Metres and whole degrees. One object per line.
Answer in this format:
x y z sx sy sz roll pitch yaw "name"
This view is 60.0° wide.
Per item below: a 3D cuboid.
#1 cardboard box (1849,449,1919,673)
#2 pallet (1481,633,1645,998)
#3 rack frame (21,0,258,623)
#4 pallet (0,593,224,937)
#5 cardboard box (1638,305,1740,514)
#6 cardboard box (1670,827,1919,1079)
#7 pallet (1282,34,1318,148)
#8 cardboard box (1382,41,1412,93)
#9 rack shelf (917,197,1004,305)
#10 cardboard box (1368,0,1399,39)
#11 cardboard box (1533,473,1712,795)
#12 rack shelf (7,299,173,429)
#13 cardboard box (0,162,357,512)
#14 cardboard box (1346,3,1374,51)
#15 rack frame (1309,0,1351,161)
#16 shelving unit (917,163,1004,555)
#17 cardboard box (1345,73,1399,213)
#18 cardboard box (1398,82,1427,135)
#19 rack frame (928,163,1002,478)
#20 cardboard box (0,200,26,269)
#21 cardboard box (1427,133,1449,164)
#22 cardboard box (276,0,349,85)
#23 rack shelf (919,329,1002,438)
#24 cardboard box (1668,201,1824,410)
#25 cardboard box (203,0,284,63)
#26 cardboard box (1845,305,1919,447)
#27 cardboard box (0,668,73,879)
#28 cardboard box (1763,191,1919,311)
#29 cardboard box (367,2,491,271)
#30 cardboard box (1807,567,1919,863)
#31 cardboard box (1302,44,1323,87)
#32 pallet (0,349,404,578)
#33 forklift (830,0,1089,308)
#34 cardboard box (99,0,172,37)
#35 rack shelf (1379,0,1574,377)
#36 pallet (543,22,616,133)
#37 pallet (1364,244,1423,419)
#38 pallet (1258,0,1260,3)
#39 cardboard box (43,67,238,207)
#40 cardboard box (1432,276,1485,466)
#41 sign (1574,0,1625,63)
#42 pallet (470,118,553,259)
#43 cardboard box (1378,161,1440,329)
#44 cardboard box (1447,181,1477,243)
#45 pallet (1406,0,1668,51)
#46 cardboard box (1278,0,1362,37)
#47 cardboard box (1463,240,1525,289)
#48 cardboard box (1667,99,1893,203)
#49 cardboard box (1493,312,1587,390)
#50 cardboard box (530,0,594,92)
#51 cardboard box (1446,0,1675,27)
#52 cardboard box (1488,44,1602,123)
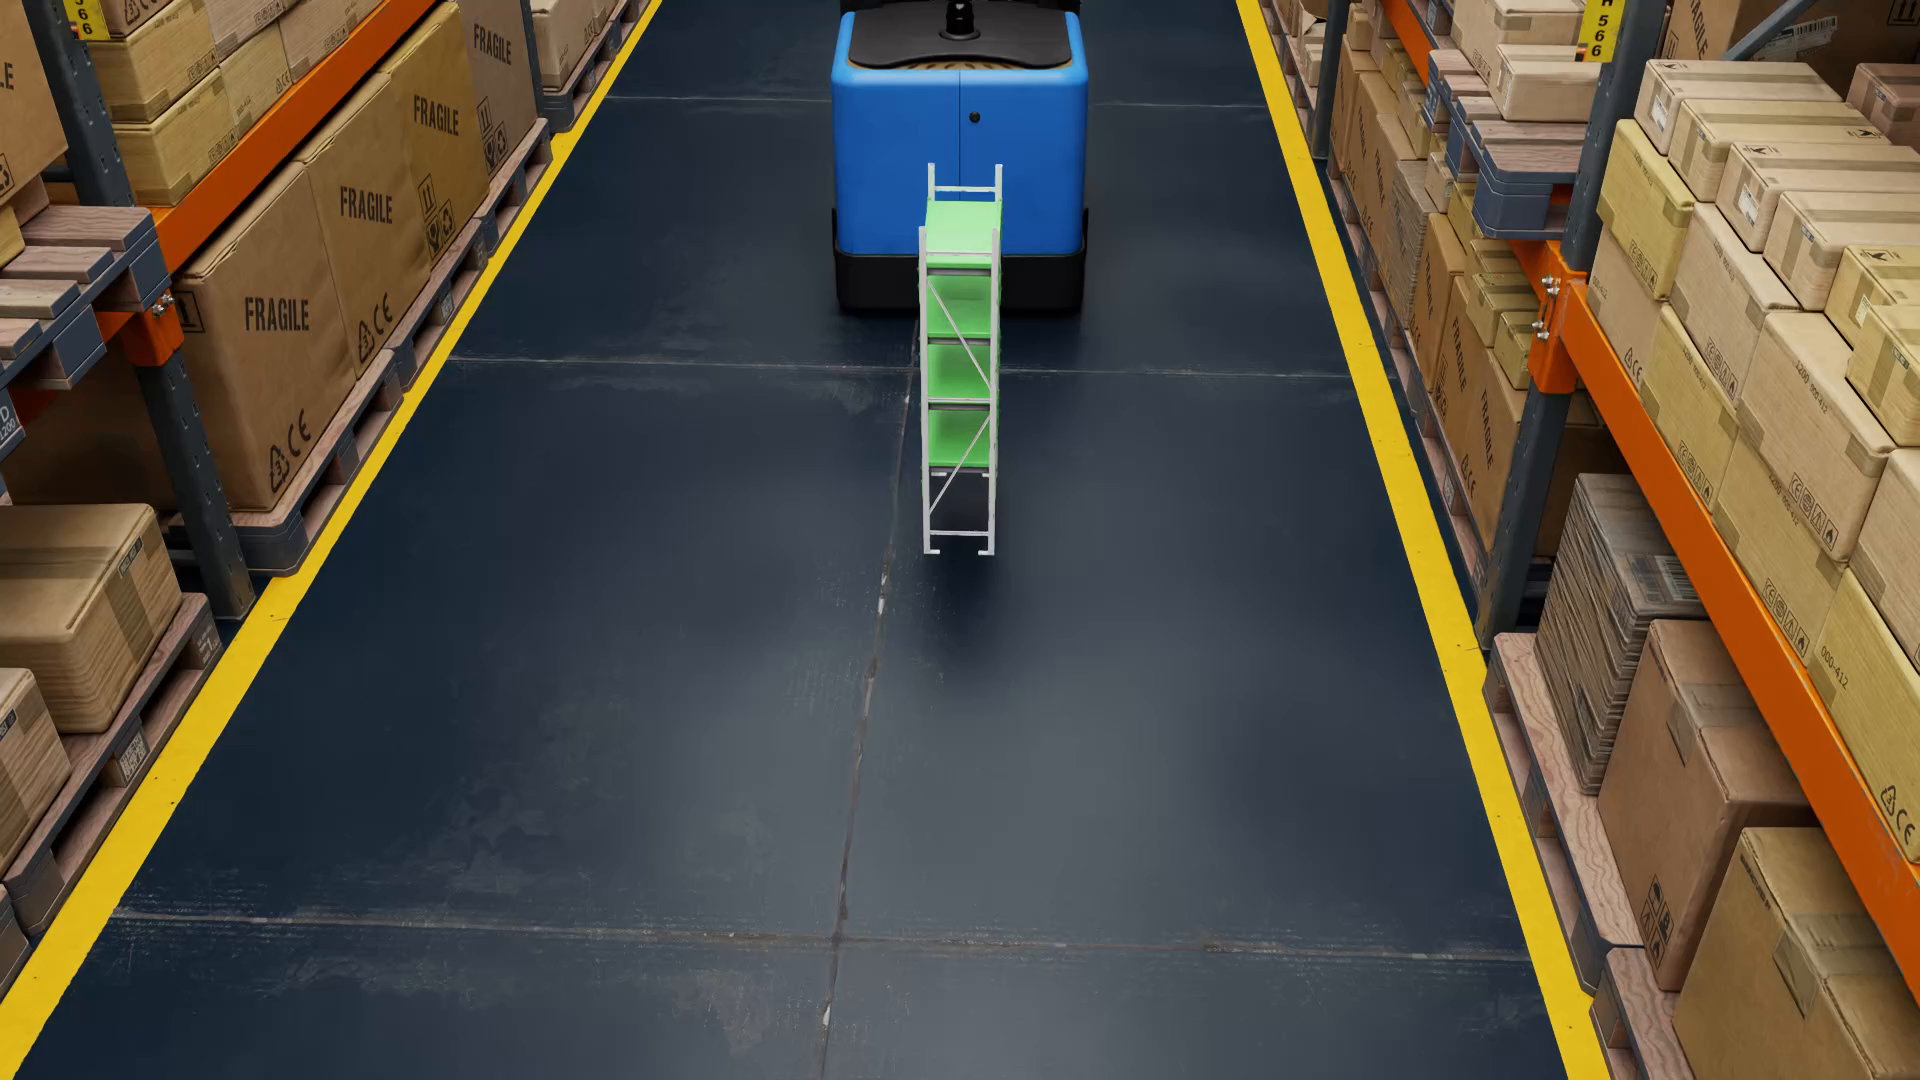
1.829 0.094 2.703 0.500 0.250 0.500 2 35 3 "cardboard box"
2.074 0.719 4.543 1.003 0.211 1.213 1 35 2 "pallet"
-2.813 -1.007 4.573 1.000 3.000 0.127 1 35 2 "rack frame"
-2.846 0.583 4.736 1.003 0.211 1.213 1 35 2 "pallet"
1.859 -0.295 3.691 0.500 0.250 0.500 1 35 1 "cardboard box"
2.063 1.026 3.381 0.875 0.625 0.625 0 35 0 "cardboard box"
2.336 -2.446 9.047 1.003 0.211 1.213 1 35 2 "pallet"
2.094 -2.098 7.371 0.380 0.149 0.250 0 35 -1 "cardboard box"
0.007 -0.926 5.301 0.258 0.148 0.480 1 35 2 "rack shelf"
2.064 -2.378 7.511 0.380 0.149 0.250 0 35 0 "cardboard box"
2.108 0.264 4.466 0.875 0.625 0.625 2 35 3 "cardboard box"
-2.894 0.437 3.145 1.077 0.370 4.000 1 35 2 "rack shelf"
-2.703 -0.704 5.626 0.875 0.875 0.875 1 35 1 "cardboard box"
2.027 -2.407 7.810 0.380 0.149 0.250 3 35 4 "cardboard box"
2.307 -3.192 7.683 1.000 3.000 0.127 1 35 2 "rack frame"
0.007 -0.586 5.540 0.258 1.200 0.503 1 35 2 "shelving unit"
2.051 -1.762 7.458 0.500 0.500 0.500 1 35 1 "cardboard box"
2.049 -1.798 6.944 0.380 0.149 0.250 1 35 2 "cardboard box"
0.016 -0.726 5.740 0.240 1.200 0.015 1 35 2 "rack frame"
-2.530 -0.726 4.028 0.380 0.149 0.250 2 35 3 "cardboard box"
2.055 -1.499 6.519 0.380 0.149 0.250 1 35 2 "cardboard box"
-2.512 -1.817 5.857 0.500 0.250 0.500 2 35 3 "cardboard box"
0.007 -0.534 5.577 0.258 0.148 0.480 1 35 2 "rack shelf"
1.863 -0.500 3.549 0.500 0.250 0.500 2 35 3 "cardboard box"
-2.524 -1.732 5.301 0.500 0.250 0.500 2 35 3 "cardboard box"
1.798 -0.282 2.892 0.380 0.149 0.250 2 35 3 "cardboard box"
-2.868 0.645 4.143 0.950 0.372 0.625 1 35 1 "cardboard box"
1.847 -0.572 3.304 0.380 0.149 0.250 2 35 2 "cardboard box"
-2.626 -1.730 7.085 0.875 0.875 0.875 2 35 3 "cardboard box"
1.823 0.300 2.846 0.500 0.250 0.500 2 35 3 "cardboard box"
2.036 -2.524 8.847 0.380 0.149 0.250 0 35 0 "cardboard box"
-2.706 -0.317 6.017 1.003 0.211 1.213 1 35 2 "pallet"
0.000 -2.989 7.454 1.130 2.935 3.031 0 35 0 "forklift"
-2.549 -1.734 4.652 0.500 0.500 0.500 0 35 0 "cardboard box"
2.227 -1.749 6.255 1.077 0.370 4.000 1 35 2 "rack shelf"
-2.544 -2.599 9.264 1.003 0.211 1.213 1 35 2 "pallet"
2.266 -0.880 6.819 1.003 0.211 1.213 1 35 2 "pallet"
2.434 -3.848 11.041 1.003 0.211 1.213 1 35 2 "pallet"
-2.542 -1.221 5.008 0.500 0.250 0.500 1 35 1 "cardboard box"
1.979 -0.578 5.773 0.500 0.500 0.500 1 35 1 "cardboard box"
1.604 -1.342 4.113 0.100 0.325 0.005 1 35 2 "sign"
-2.608 -1.719 8.012 1.003 0.211 1.213 1 35 2 "pallet"
2.000 -1.178 6.626 0.500 0.500 0.500 0 35 0 "cardboard box"
2.013 -1.200 6.093 0.380 0.149 0.250 1 35 1 "cardboard box"
2.220 -1.933 6.059 1.003 0.211 1.213 1 35 2 "pallet"
2.234 -3.204 9.508 0.700 0.500 0.500 0 35 0 "cardboard box"
1.948 -0.906 5.675 0.380 0.149 0.250 0 35 0 "cardboard box"
1.830 -0.871 3.729 0.380 0.149 0.250 2 35 3 "cardboard box"
1.913 -0.598 5.237 0.380 0.149 0.250 0 35 0 "cardboard box"
-2.520 -2.786 8.969 0.875 0.438 0.875 1 35 1 "cardboard box"
2.027 -2.050 5.603 0.797 0.503 0.637 1 35 1 "cardboard box"
1.789 -1.349 4.914 0.380 0.149 0.250 2 35 3 "cardboard box"
